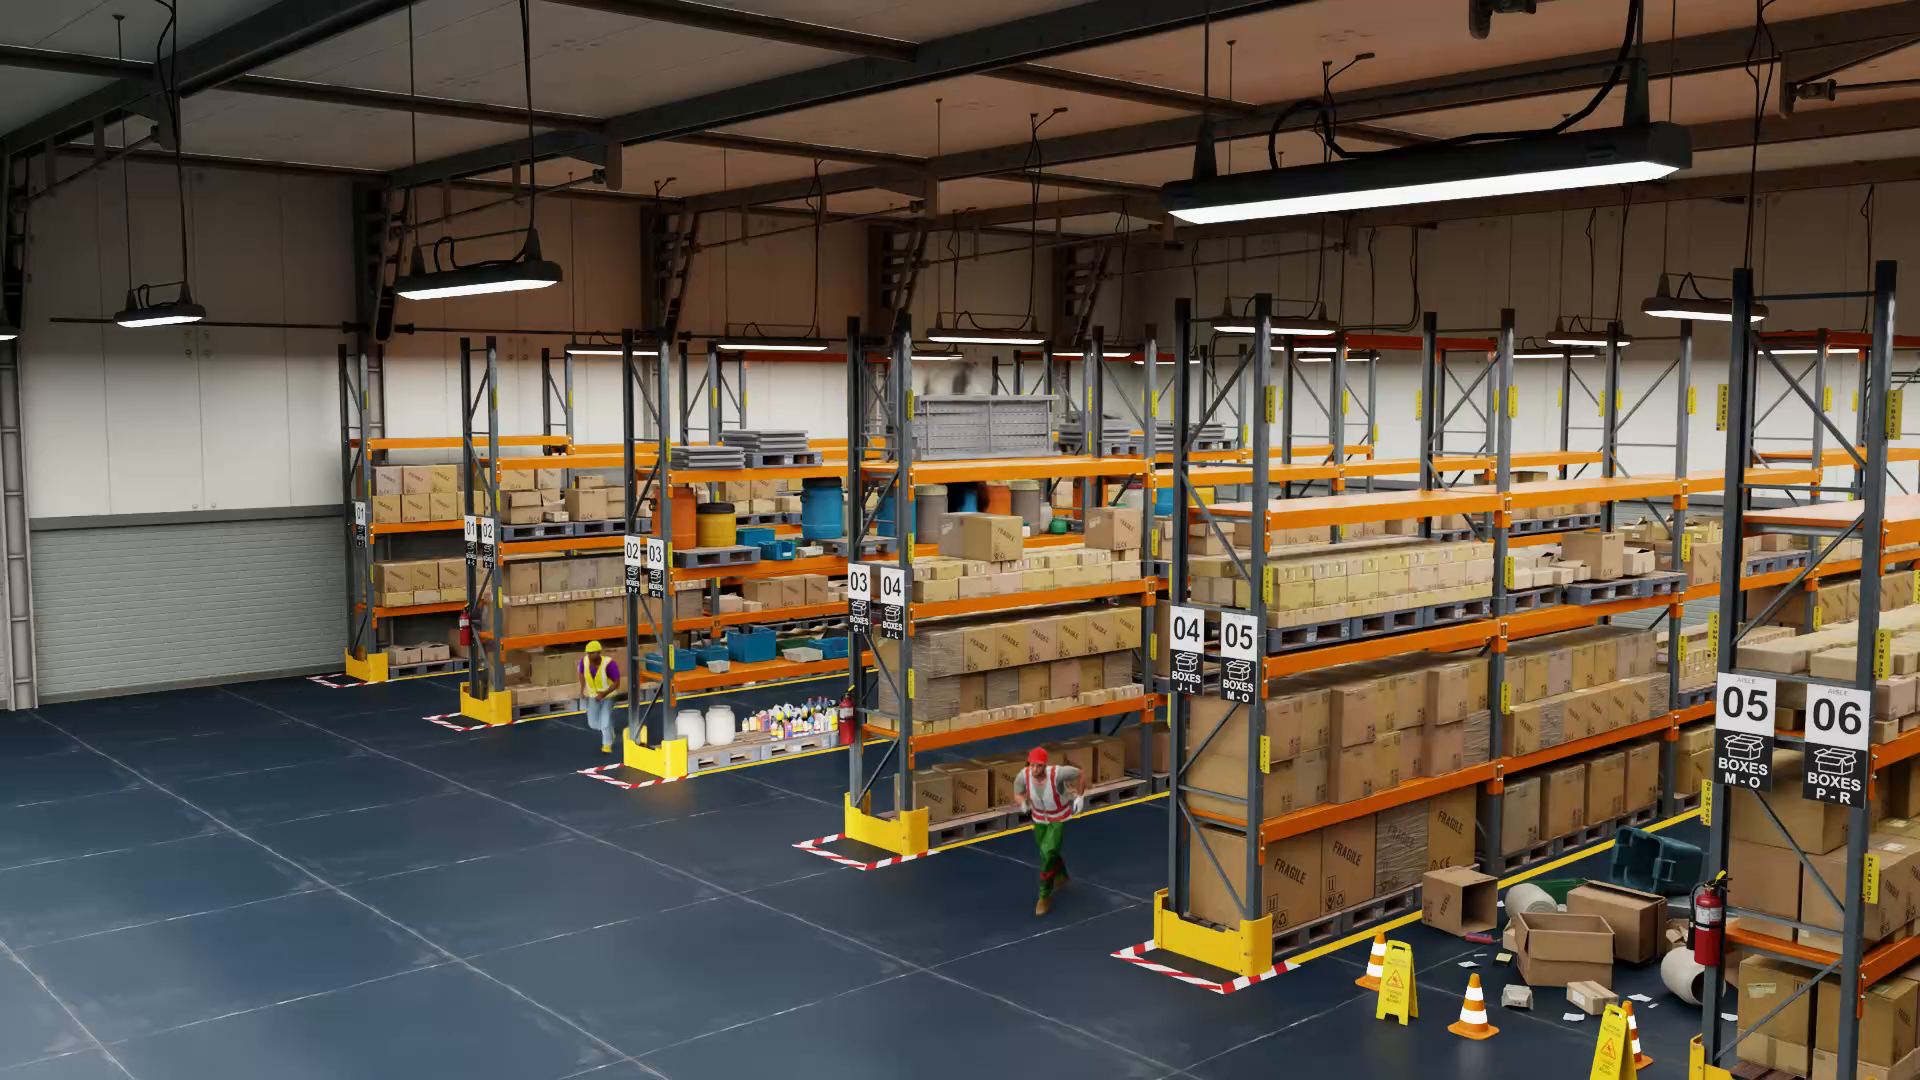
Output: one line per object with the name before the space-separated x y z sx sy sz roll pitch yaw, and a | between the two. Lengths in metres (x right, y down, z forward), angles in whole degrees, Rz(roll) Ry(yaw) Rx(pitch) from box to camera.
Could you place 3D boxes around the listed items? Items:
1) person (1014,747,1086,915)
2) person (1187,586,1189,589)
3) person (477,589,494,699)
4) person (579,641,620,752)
person | 0.922 2.863 16.678 0.707 1.724 1.030 2 6 23
person | 5.177 0.927 37.736 0.695 1.794 0.739 -4 7 -39
person | -7.968 1.744 28.251 0.693 1.840 0.850 2 5 21
person | -5.149 2.225 23.724 0.714 1.633 0.740 2 5 18
